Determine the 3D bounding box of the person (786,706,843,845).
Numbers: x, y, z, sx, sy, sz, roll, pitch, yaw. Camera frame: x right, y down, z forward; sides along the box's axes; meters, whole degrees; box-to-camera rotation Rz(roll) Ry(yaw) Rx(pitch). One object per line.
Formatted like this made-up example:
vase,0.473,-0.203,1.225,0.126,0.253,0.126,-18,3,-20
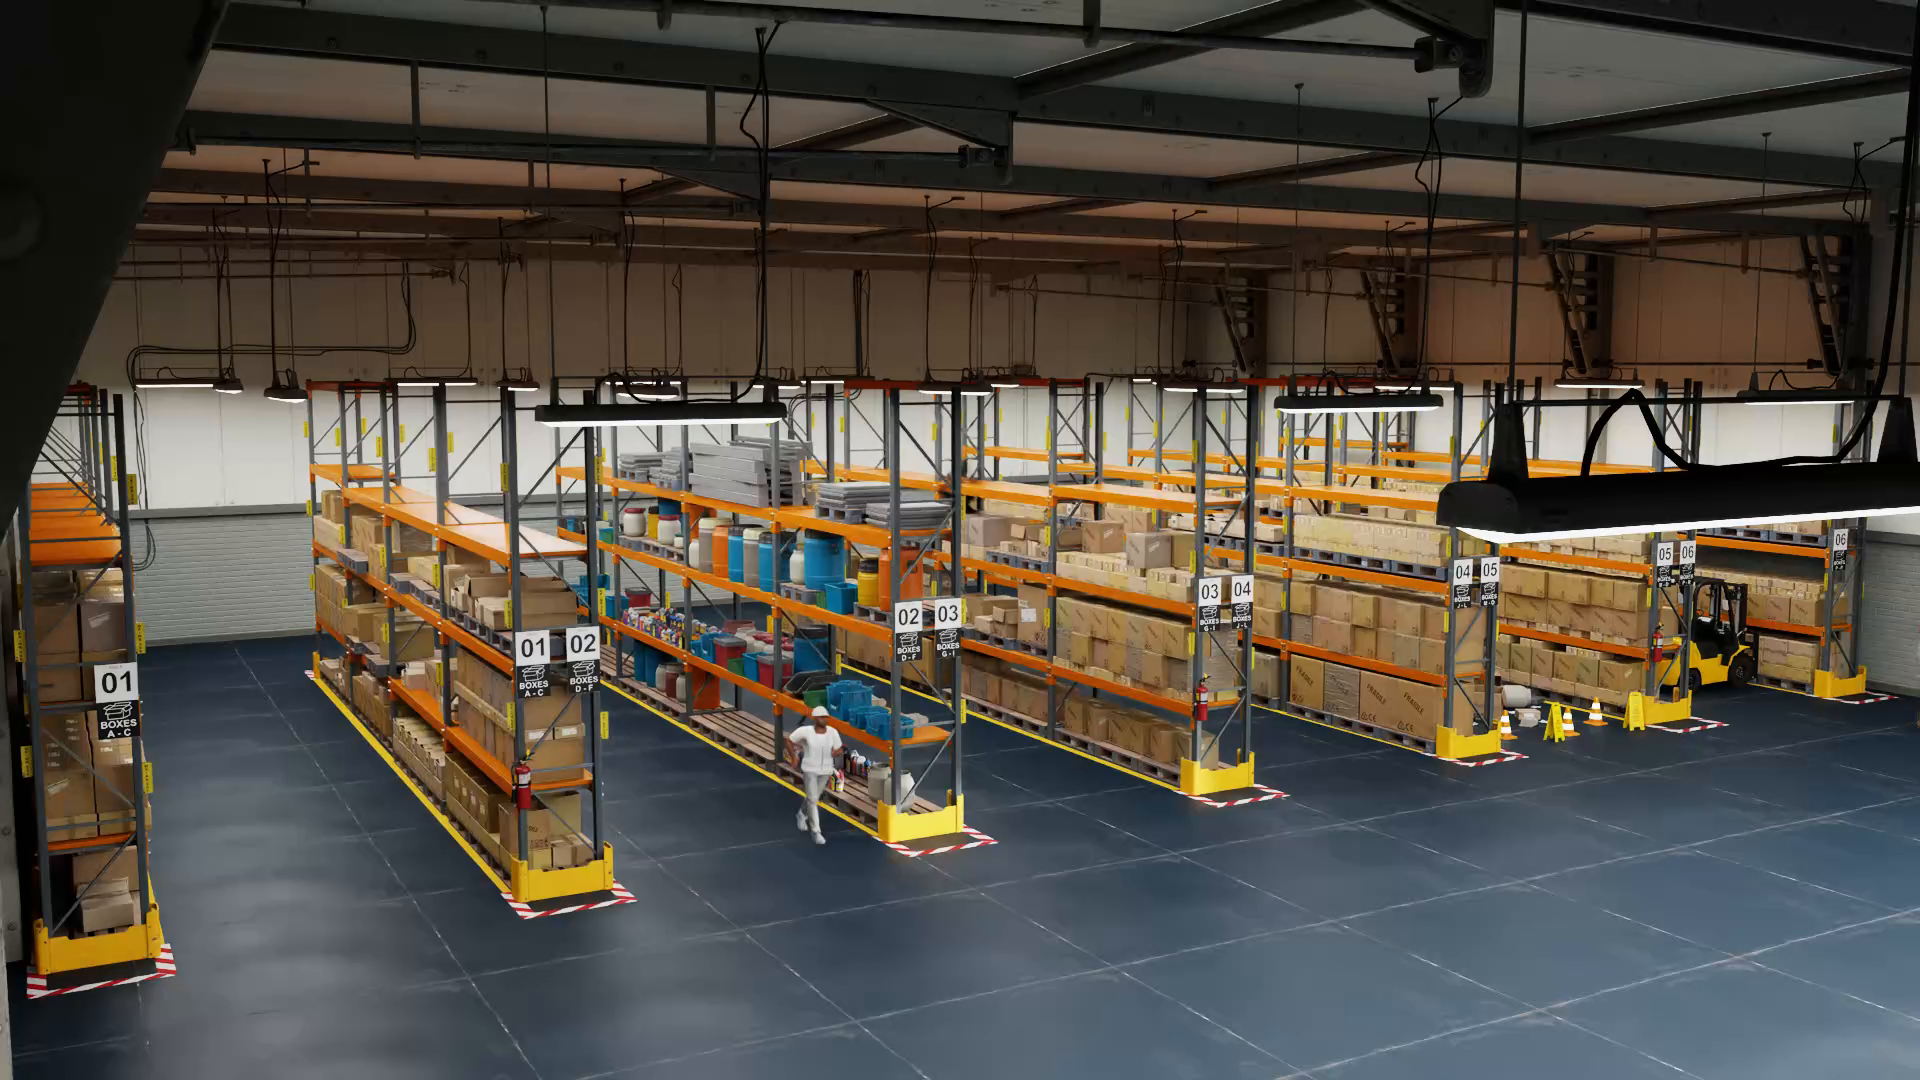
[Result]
person,-1.871,3.067,22.067,0.713,1.741,1.050,-4,7,-32
